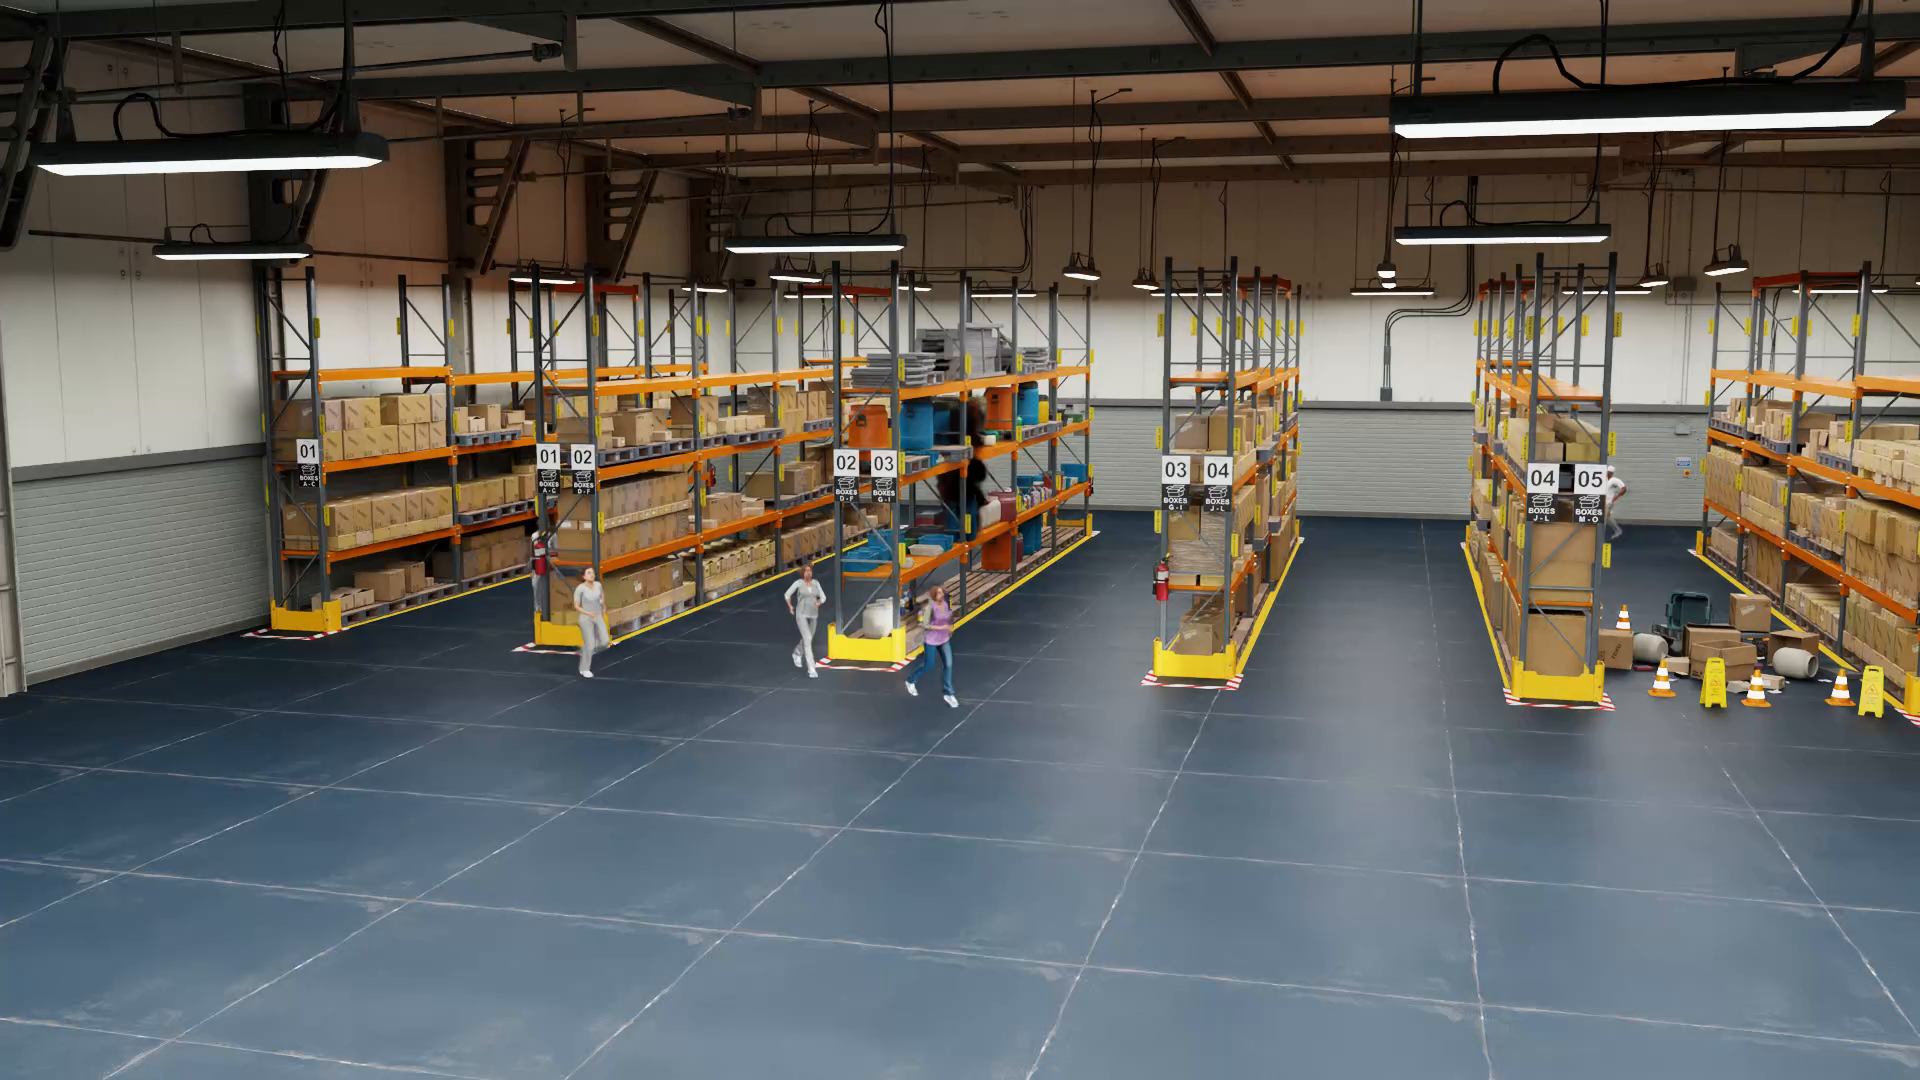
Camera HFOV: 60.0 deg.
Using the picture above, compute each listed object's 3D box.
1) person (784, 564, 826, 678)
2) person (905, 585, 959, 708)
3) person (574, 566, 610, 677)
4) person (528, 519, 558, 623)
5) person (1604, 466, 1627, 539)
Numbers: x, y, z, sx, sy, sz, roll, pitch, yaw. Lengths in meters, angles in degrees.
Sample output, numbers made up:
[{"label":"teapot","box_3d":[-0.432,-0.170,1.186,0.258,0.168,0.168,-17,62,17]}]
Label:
[{"label":"person","box_3d":[-2.228,1.144,24.270,0.574,1.605,0.807,-5,9,-33]},{"label":"person","box_3d":[-0.347,1.390,22.290,0.548,1.616,0.881,-6,10,-41]},{"label":"person","box_3d":[-5.301,1.170,23.980,0.590,1.629,0.621,-7,10,-44]},{"label":"person","box_3d":[-7.103,0.482,28.505,0.686,1.764,0.979,2,7,12]},{"label":"person","box_3d":[15.191,-0.852,39.056,0.891,1.787,0.688,-1,7,-5]}]
